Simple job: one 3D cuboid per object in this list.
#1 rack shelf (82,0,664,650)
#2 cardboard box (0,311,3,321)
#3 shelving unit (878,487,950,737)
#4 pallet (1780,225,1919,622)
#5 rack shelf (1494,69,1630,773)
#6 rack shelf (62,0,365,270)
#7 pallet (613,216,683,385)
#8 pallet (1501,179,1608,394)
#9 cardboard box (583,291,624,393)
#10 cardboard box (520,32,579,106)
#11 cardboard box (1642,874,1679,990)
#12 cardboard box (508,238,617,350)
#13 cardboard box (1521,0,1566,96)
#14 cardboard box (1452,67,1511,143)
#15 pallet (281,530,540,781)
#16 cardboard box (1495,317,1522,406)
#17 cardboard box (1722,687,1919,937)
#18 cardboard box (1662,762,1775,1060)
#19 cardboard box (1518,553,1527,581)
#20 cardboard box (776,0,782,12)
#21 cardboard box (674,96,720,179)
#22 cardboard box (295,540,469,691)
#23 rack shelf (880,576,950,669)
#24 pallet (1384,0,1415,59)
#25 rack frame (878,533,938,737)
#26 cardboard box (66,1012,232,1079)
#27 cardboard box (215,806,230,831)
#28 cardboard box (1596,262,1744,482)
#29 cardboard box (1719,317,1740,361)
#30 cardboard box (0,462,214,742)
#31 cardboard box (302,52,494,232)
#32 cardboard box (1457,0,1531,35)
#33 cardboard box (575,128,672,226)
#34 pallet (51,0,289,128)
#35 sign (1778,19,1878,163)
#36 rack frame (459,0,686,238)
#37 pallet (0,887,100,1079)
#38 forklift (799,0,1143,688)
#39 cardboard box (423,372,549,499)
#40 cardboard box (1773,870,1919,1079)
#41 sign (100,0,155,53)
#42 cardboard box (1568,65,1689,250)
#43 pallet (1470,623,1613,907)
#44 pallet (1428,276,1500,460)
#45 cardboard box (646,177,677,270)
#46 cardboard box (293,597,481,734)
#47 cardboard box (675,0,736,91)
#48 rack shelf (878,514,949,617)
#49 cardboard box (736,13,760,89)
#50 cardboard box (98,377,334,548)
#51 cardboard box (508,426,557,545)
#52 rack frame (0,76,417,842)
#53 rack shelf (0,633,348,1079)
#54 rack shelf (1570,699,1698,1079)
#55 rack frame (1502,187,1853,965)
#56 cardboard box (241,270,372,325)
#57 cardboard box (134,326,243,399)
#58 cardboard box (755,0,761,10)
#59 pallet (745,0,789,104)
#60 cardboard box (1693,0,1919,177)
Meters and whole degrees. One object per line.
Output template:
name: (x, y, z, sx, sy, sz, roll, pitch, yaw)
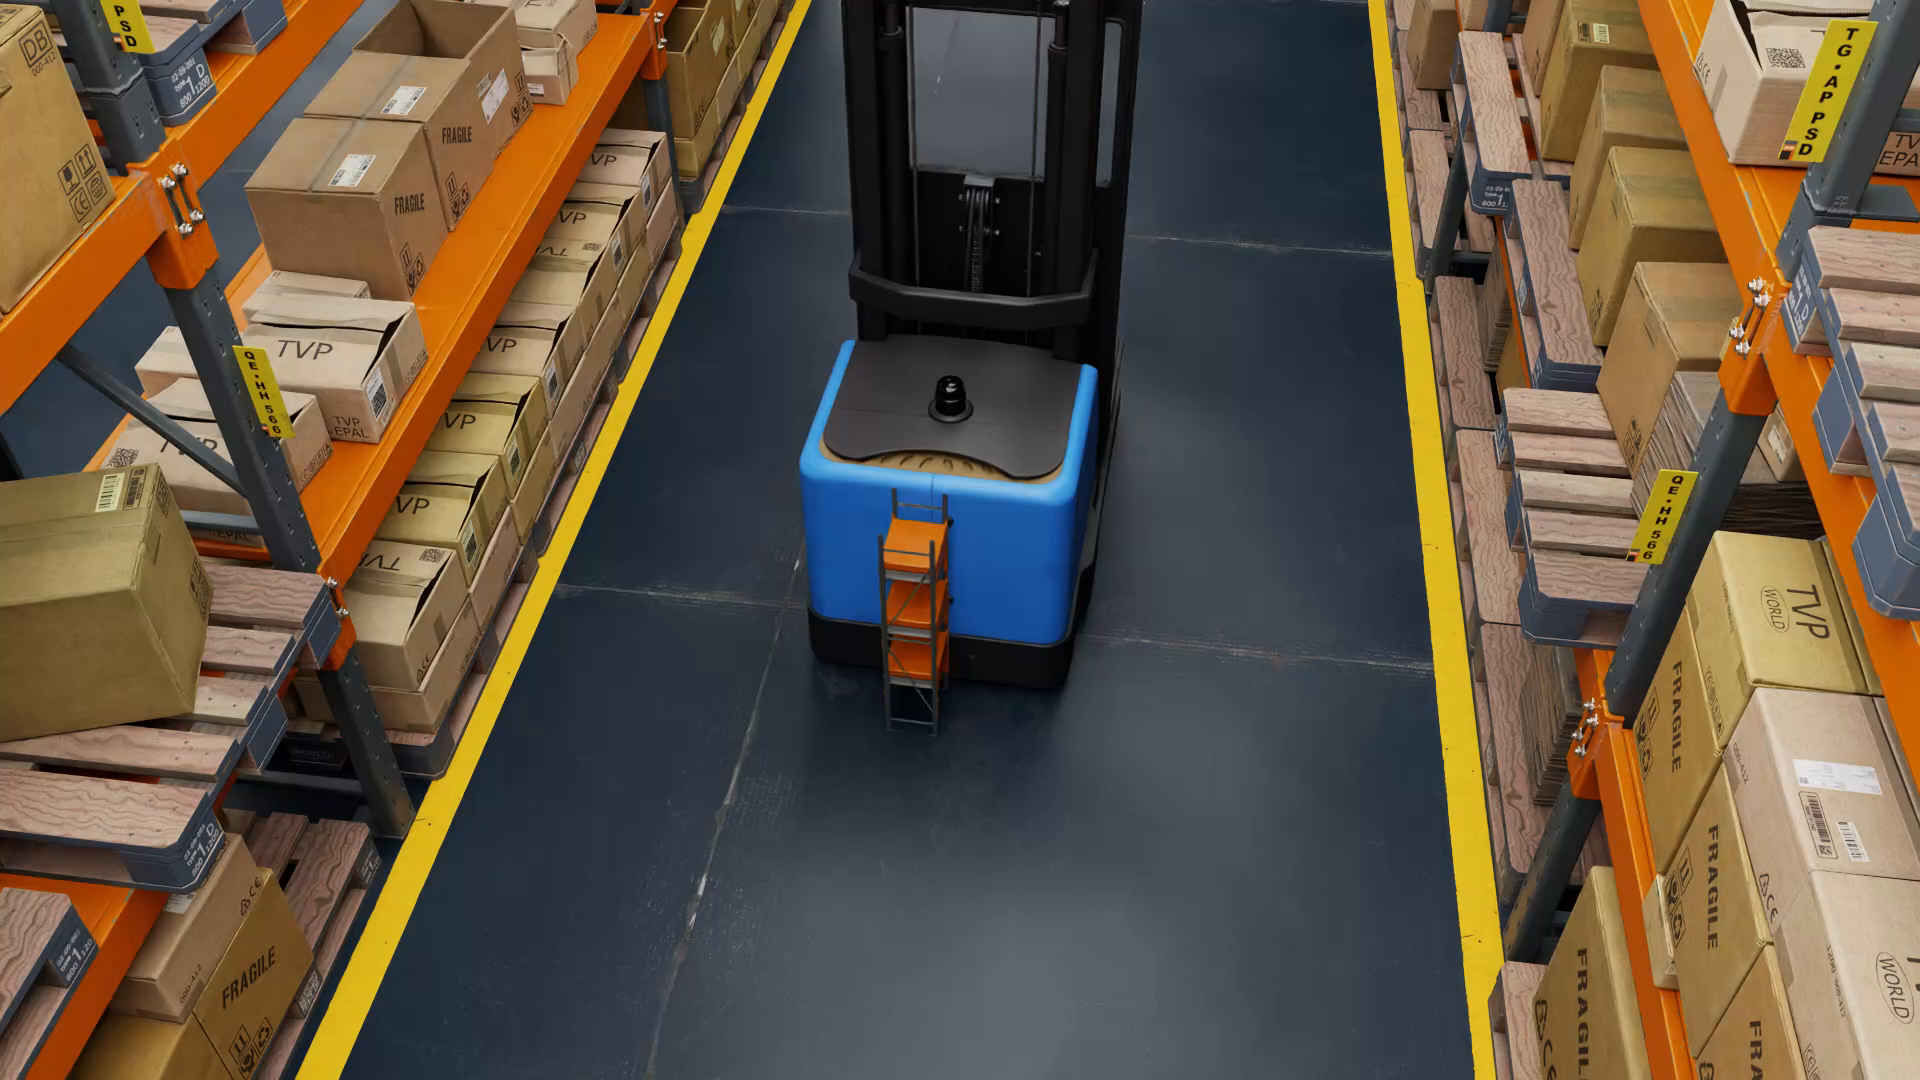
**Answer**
rack shelf: (-2.263, -1.172, 6.852, 1.077, 0.370, 4.000, 5, 44, 6)
cardboard box: (-2.619, -0.548, 3.415, 0.910, 0.500, 0.500, 5, 44, 6)
shelving unit: (-0.166, 0.290, 6.203, 0.215, 1.050, 0.252, 7, 44, 7)
pallet: (2.351, -0.200, 3.257, 1.213, 0.211, 1.003, 7, 44, 7)
rack shelf: (2.648, -0.725, 6.379, 1.077, 0.370, 4.000, 5, 44, 6)
rack shelf: (-2.263, -2.262, 5.821, 1.077, 0.370, 4.000, 5, 44, 6)
pallet: (-2.057, -1.278, 8.469, 1.003, 0.211, 1.213, 5, 44, 6)
pallet: (2.605, -0.906, 6.187, 1.003, 0.211, 1.213, 5, 44, 6)
cardboard box: (-1.902, -0.948, 7.787, 0.500, 0.250, 0.500, 6, 44, 6)
cardboard box: (-1.933, -2.132, 7.440, 0.396, 0.266, 0.258, 4, 44, 4)
cardboard box: (1.950, 1.009, 4.193, 0.380, 0.149, 0.250, 6, 44, 7)
cardboard box: (-1.899, -1.157, 7.599, 0.500, 0.311, 0.500, 5, 44, 5)
cardboard box: (2.811, -2.201, 7.023, 0.700, 0.500, 0.500, 5, 44, 6)
cardboard box: (3.010, -2.312, 9.030, 0.500, 0.500, 0.500, 2, 43, 2)
pallet: (-2.380, 0.384, 6.713, 1.003, 0.211, 1.213, 5, 44, 6)
cardboard box: (2.813, -0.741, 7.371, 0.700, 0.500, 0.500, 4, 44, 5)
cardboard box: (1.998, 0.606, 3.602, 0.500, 0.250, 0.500, 5, 44, 5)
cardboard box: (1.987, 0.889, 3.848, 0.500, 0.500, 0.500, 7, 44, 7)
cardboard box: (2.648, -0.052, 6.644, 0.700, 0.500, 0.500, 5, 44, 5)
cardboard box: (-1.366, -3.602, 10.589, 0.500, 0.250, 0.500, 5, 44, 6)
cardboard box: (-1.636, -2.239, 9.150, 0.500, 0.250, 0.500, 5, 44, 6)
cardboard box: (-2.167, 0.242, 6.122, 0.500, 0.311, 0.500, 7, 44, 7)
rack shelf: (-0.166, 0.297, 6.210, 0.215, 0.259, 0.240, 7, 44, 7)
pallet: (3.289, -3.460, 10.773, 1.003, 0.211, 1.213, 5, 44, 6)
rack frame: (-0.186, 0.372, 6.116, 0.200, 1.050, 0.008, 7, 44, 7)
cardboard box: (-2.487, 1.689, 4.805, 0.500, 0.500, 0.500, 4, 44, 4)
cardboard box: (-2.871, 0.962, 5.573, 0.500, 0.500, 0.500, 7, 44, 7)
cardboard box: (2.483, -0.523, 5.251, 0.700, 0.500, 0.500, 1, 43, 2)
cardboard box: (2.427, -0.513, 4.768, 0.380, 0.149, 0.250, -1, 43, -2)
cardboard box: (-2.499, 0.180, 4.522, 0.700, 0.500, 0.500, -8, 44, -9)
cardboard box: (-2.252, -1.611, 6.719, 0.500, 0.500, 0.500, 5, 44, 6)
cardboard box: (2.675, -2.652, 7.986, 0.500, 0.250, 0.500, 5, 44, 6)
cardboard box: (-1.768, -1.852, 8.333, 0.500, 0.311, 0.500, 5, 44, 6)
pallet: (-2.526, -1.562, 4.696, 1.213, 0.211, 1.003, 7, 44, 7)
sign: (1.846, -0.950, 3.537, 0.100, 0.325, 0.005, 5, 44, 6)
rack frame: (-1.998, -2.797, 8.044, 1.000, 3.000, 0.127, 5, 44, 6)
pallet: (-2.780, 1.325, 3.831, 1.003, 0.211, 1.213, 5, 44, 6)
forklift: (0.154, -1.503, 6.728, 1.130, 2.935, 3.031, 7, 44, 7)
cardboard box: (-2.036, -0.465, 6.868, 0.500, 0.311, 0.500, 4, 44, 4)
cardboard box: (1.935, 0.947, 3.242, 0.500, 0.250, 0.500, 6, 44, 6)
sign: (-1.990, -1.297, 3.902, 0.100, 0.325, 0.005, 5, 44, 6)
cardboard box: (2.674, -1.369, 6.144, 0.700, 0.500, 0.500, 11, 45, 11)
pallet: (2.488, 0.857, 6.213, 1.003, 0.211, 1.213, 5, 44, 6)
pallet: (2.811, -0.806, 7.969, 1.003, 0.211, 1.213, 5, 44, 6)
cardboard box: (-1.766, -1.642, 8.519, 0.500, 0.250, 0.500, 5, 44, 5)
cardboard box: (-2.167, 0.445, 6.315, 0.500, 0.250, 0.500, 5, 44, 5)
cardboard box: (-1.568, -2.852, 9.252, 0.500, 0.500, 0.500, 5, 44, 6)
rack shelf: (-0.166, 0.091, 6.015, 0.215, 0.259, 0.240, 7, 44, 7)
cardboard box: (-1.494, -2.920, 9.869, 0.500, 0.250, 0.500, 5, 44, 6)
cardboard box: (-2.436, -0.282, 5.453, 0.500, 0.311, 0.500, 8, 44, 8)
cardboard box: (-2.038, -0.252, 7.051, 0.500, 0.250, 0.500, 4, 44, 4)
rack frame: (-2.527, -0.071, 5.165, 1.000, 3.000, 0.127, 5, 44, 6)
rack shelf: (-2.792, 1.554, 3.973, 1.077, 0.370, 4.000, 5, 44, 6)
rack shelf: (2.119, 2.001, 3.500, 1.077, 0.370, 4.000, 5, 44, 6)
rack frame: (2.384, 0.377, 4.692, 1.000, 3.000, 0.127, 5, 44, 6)
cardboard box: (-2.414, -0.854, 6.175, 0.380, 0.149, 0.250, 8, 44, 9)
cardboard box: (-2.682, -0.617, 5.925, 0.380, 0.149, 0.250, 5, 44, 6)
cardboard box: (-1.430, -3.533, 9.971, 0.500, 0.500, 0.500, 5, 44, 6)
pallet: (-1.693, -3.156, 10.452, 1.003, 0.211, 1.213, 5, 44, 6)
cardboard box: (2.211, -1.202, 4.229, 0.500, 0.311, 0.500, 5, 44, 6)
